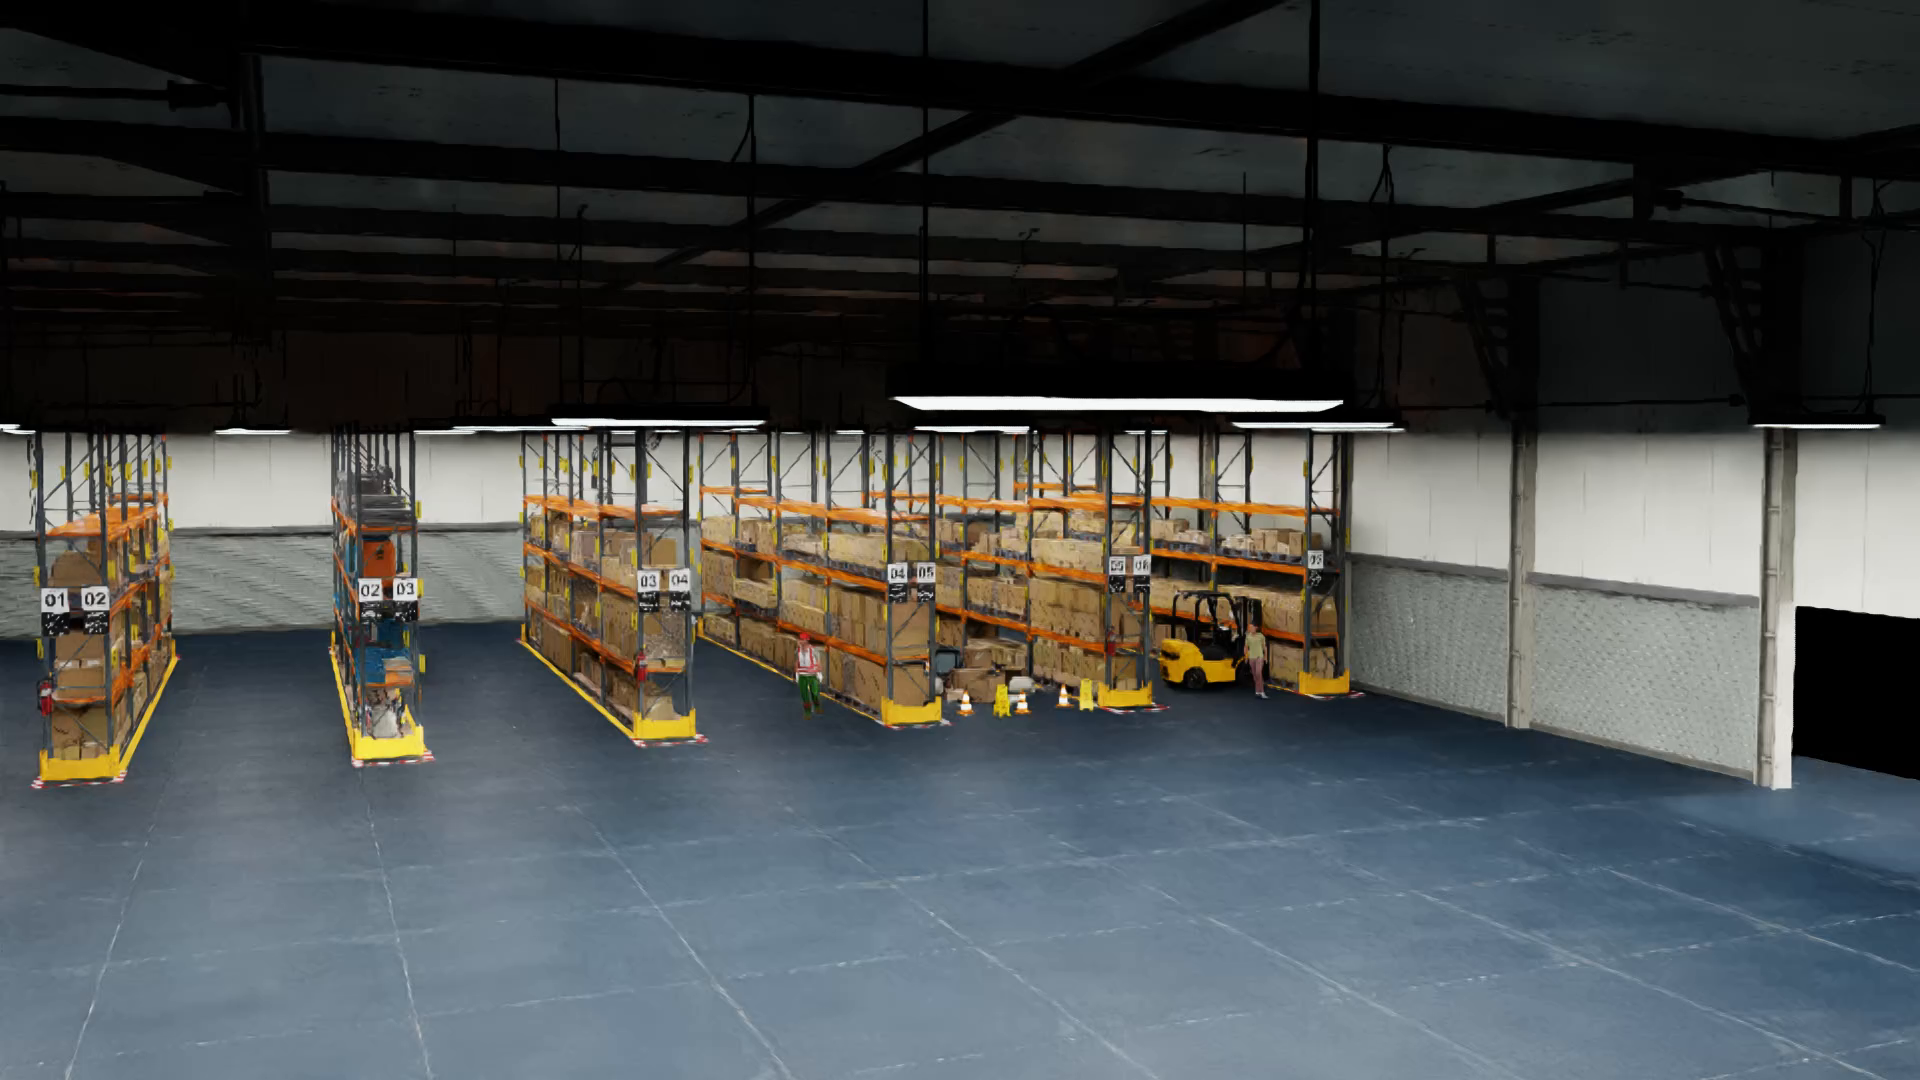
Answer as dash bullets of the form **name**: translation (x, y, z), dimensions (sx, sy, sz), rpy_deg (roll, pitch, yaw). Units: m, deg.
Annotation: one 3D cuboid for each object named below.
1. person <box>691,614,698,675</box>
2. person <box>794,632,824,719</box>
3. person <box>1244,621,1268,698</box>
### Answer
- **person**: translation (-6.641, 2.369, 40.038), dimensions (0.734, 1.697, 0.856), rpy_deg (-1, 4, -17)
- **person**: translation (-3.057, 2.730, 33.723), dimensions (0.589, 1.779, 0.576), rpy_deg (1, 4, 14)
- **person**: translation (6.532, 2.607, 36.539), dimensions (0.568, 1.674, 0.494), rpy_deg (2, 4, 31)
